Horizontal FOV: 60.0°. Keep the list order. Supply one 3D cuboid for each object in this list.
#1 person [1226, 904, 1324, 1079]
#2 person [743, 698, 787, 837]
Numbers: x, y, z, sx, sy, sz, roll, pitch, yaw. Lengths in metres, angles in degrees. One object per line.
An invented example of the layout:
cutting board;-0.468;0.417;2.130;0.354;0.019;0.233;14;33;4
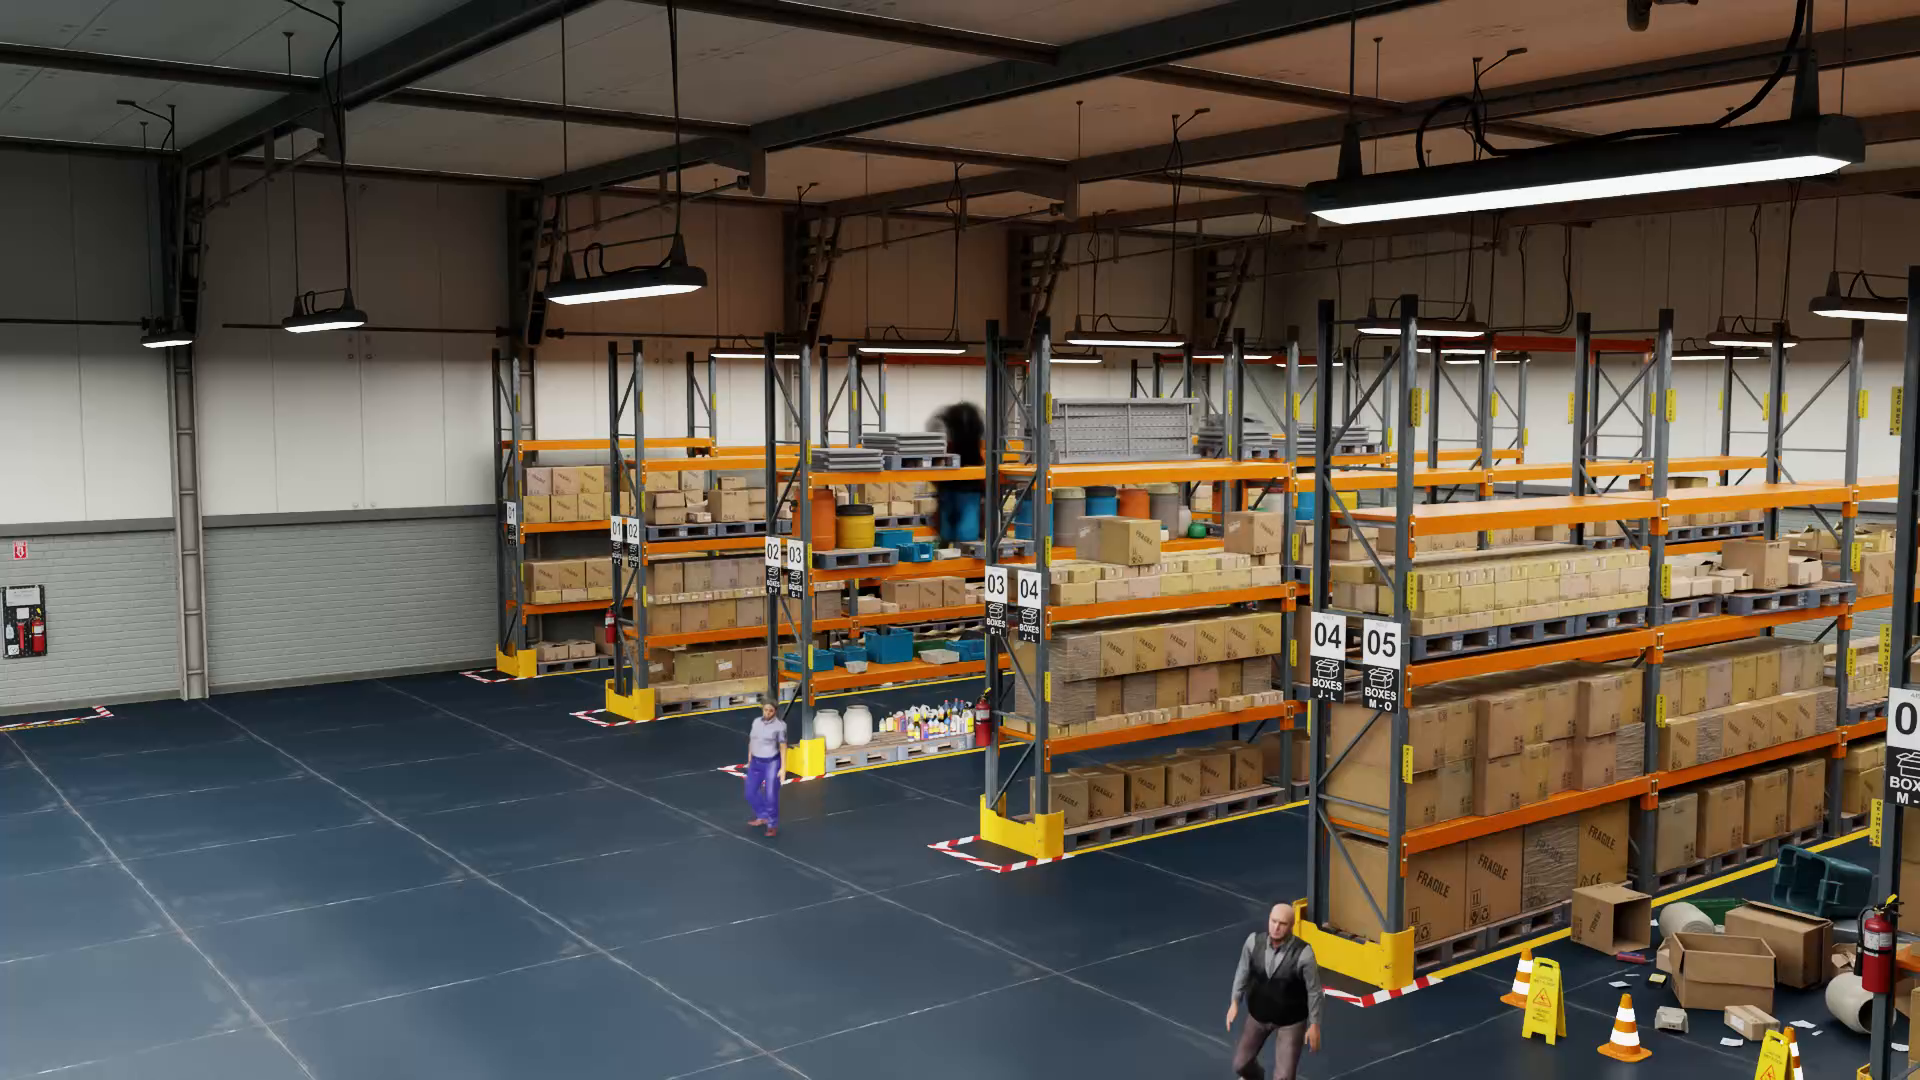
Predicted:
person;2.218;3.311;11.705;0.759;1.664;0.662;2;6;26
person;-2.285;2.641;19.530;0.623;1.631;0.480;2;5;24
